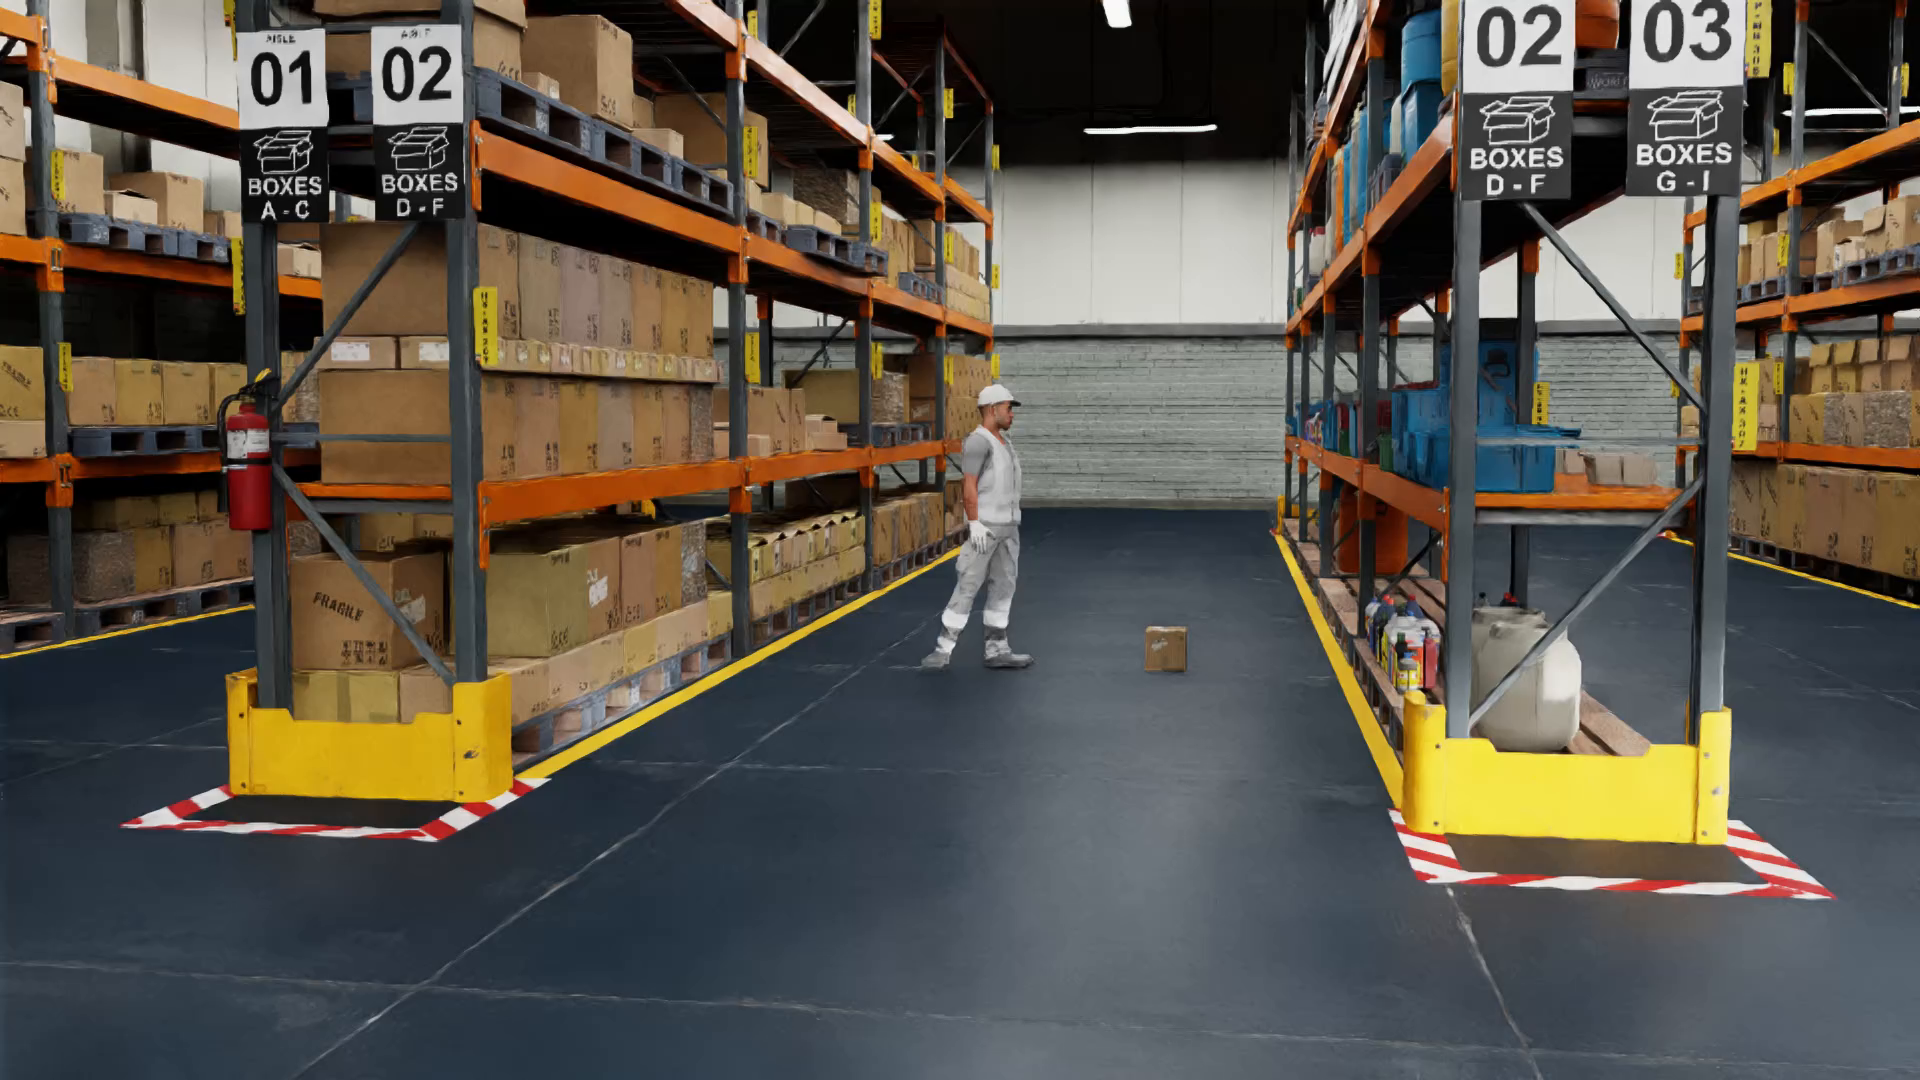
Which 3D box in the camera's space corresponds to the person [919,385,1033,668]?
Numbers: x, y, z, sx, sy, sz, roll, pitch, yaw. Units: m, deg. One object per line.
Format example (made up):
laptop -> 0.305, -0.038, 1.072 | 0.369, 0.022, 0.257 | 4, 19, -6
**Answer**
person -> 0.098, -0.071, 10.381 | 0.489, 1.792, 0.701 | 3, 5, 33
